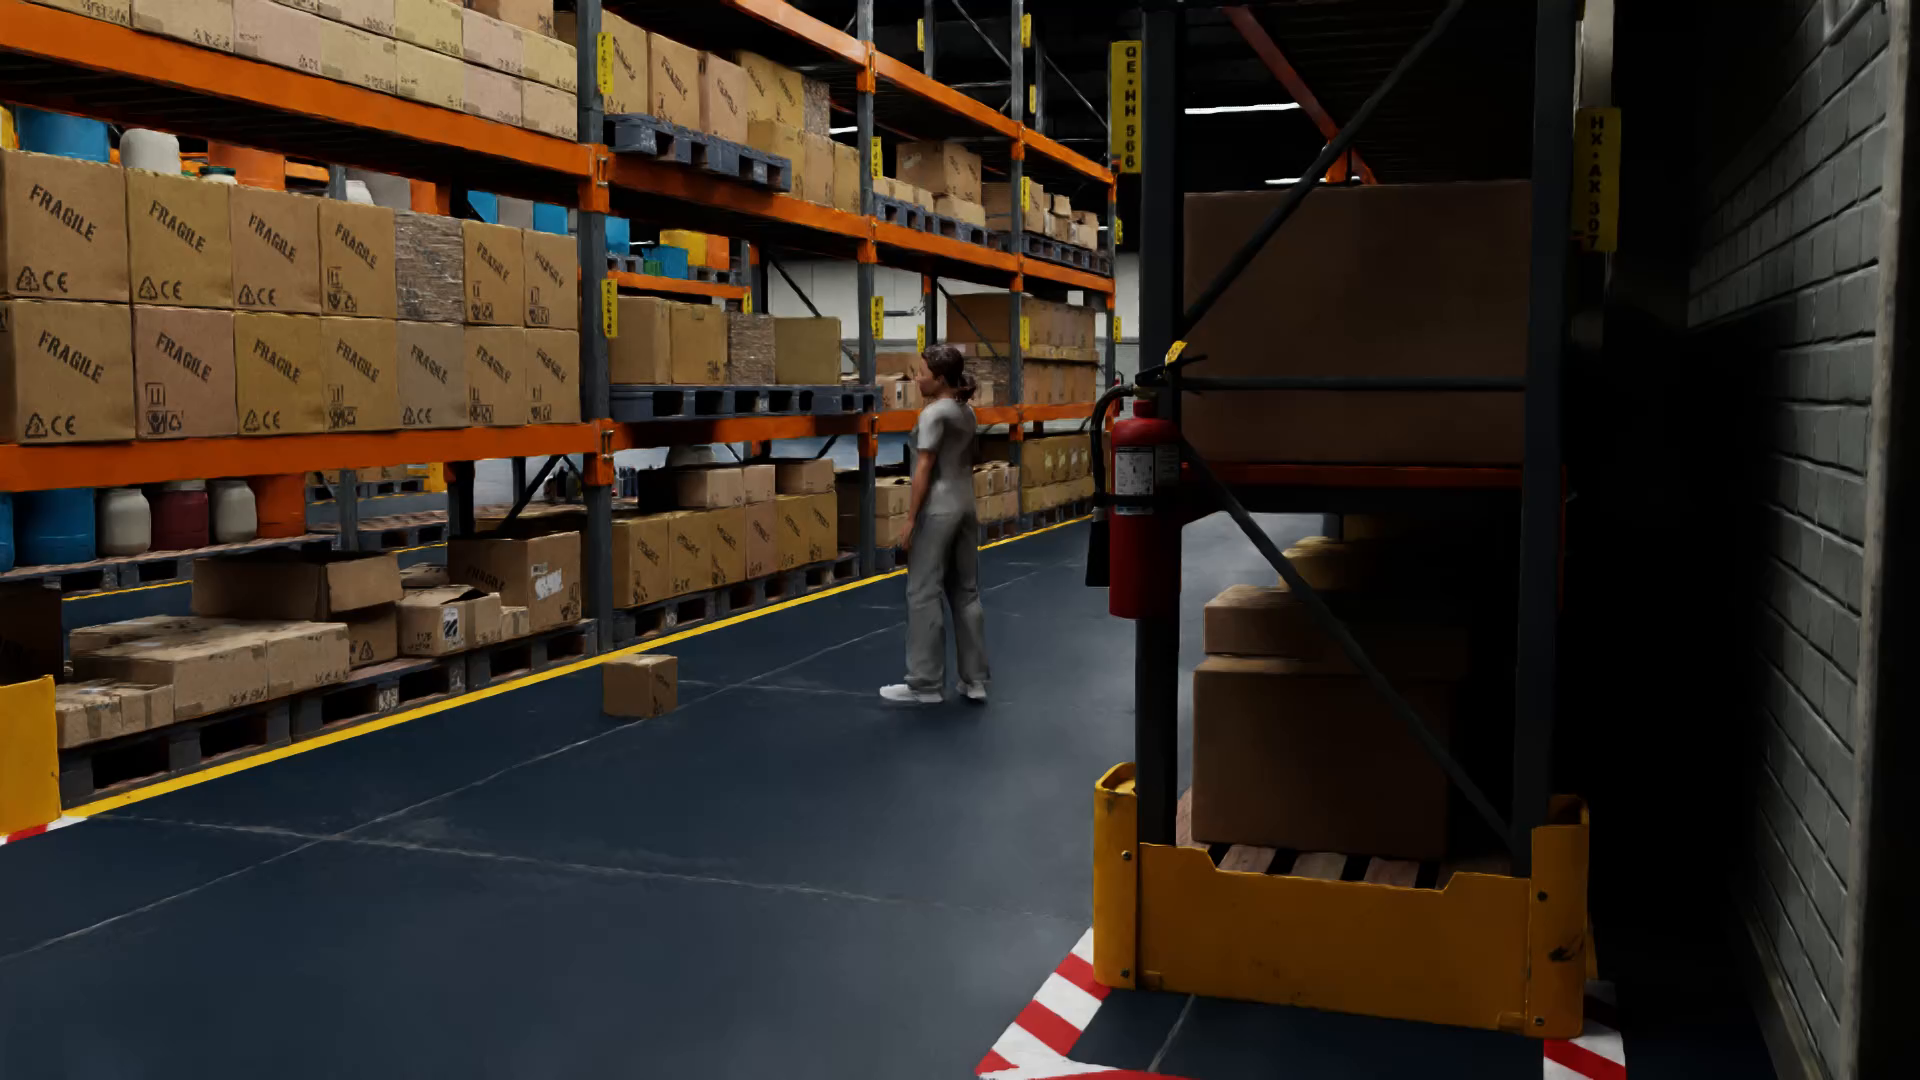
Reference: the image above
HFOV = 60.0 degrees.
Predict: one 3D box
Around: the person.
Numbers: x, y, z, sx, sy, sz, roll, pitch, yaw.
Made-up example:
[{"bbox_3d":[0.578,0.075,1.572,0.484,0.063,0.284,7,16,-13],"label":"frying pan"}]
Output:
[{"bbox_3d":[-0.094,-0.079,7.821,0.412,1.671,0.538,4,6,33],"label":"person"}]
